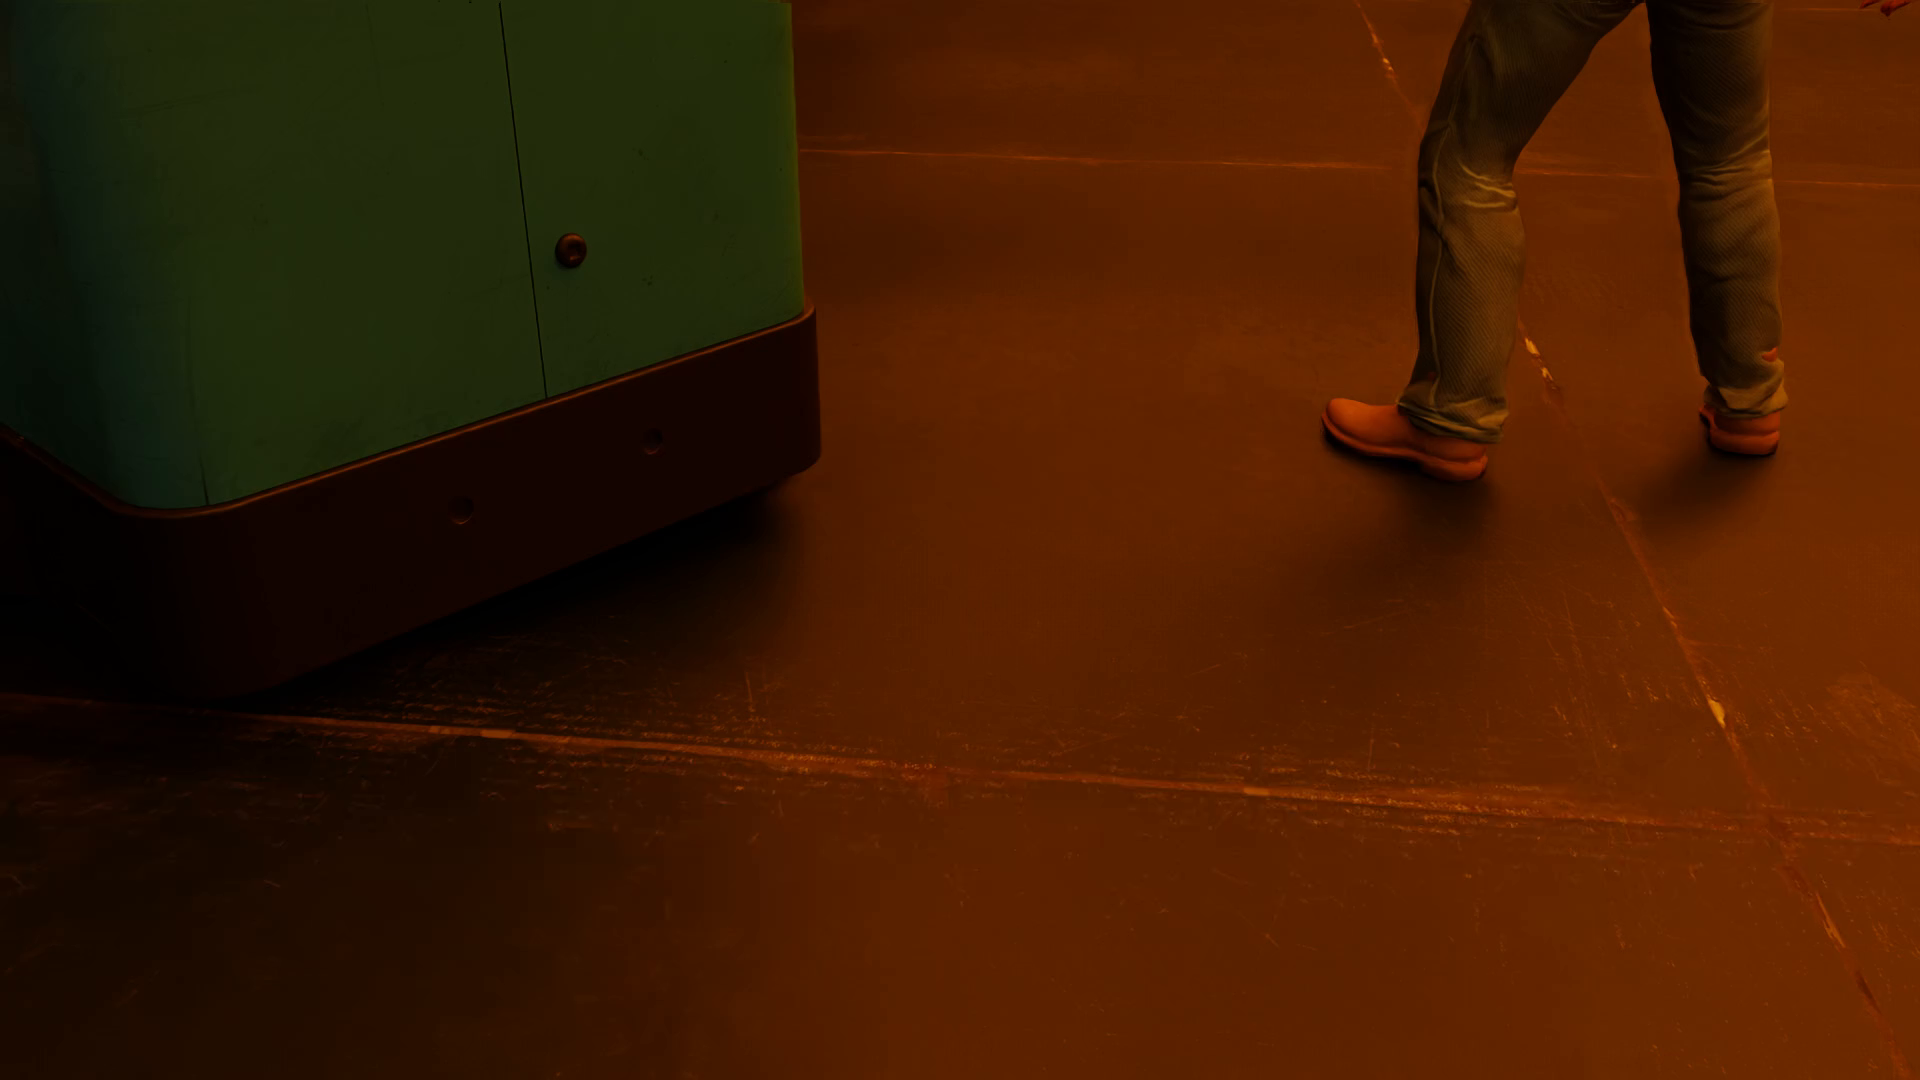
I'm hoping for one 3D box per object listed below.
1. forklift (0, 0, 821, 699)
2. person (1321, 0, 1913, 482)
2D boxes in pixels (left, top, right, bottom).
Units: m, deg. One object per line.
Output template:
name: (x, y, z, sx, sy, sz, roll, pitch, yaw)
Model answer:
forklift: (-1.644, -1.669, 2.563, 3.031, 2.935, 1.130, 22, 34, 37)
person: (1.049, -0.958, 2.523, 0.970, 1.716, 0.435, -4, 27, -8)
